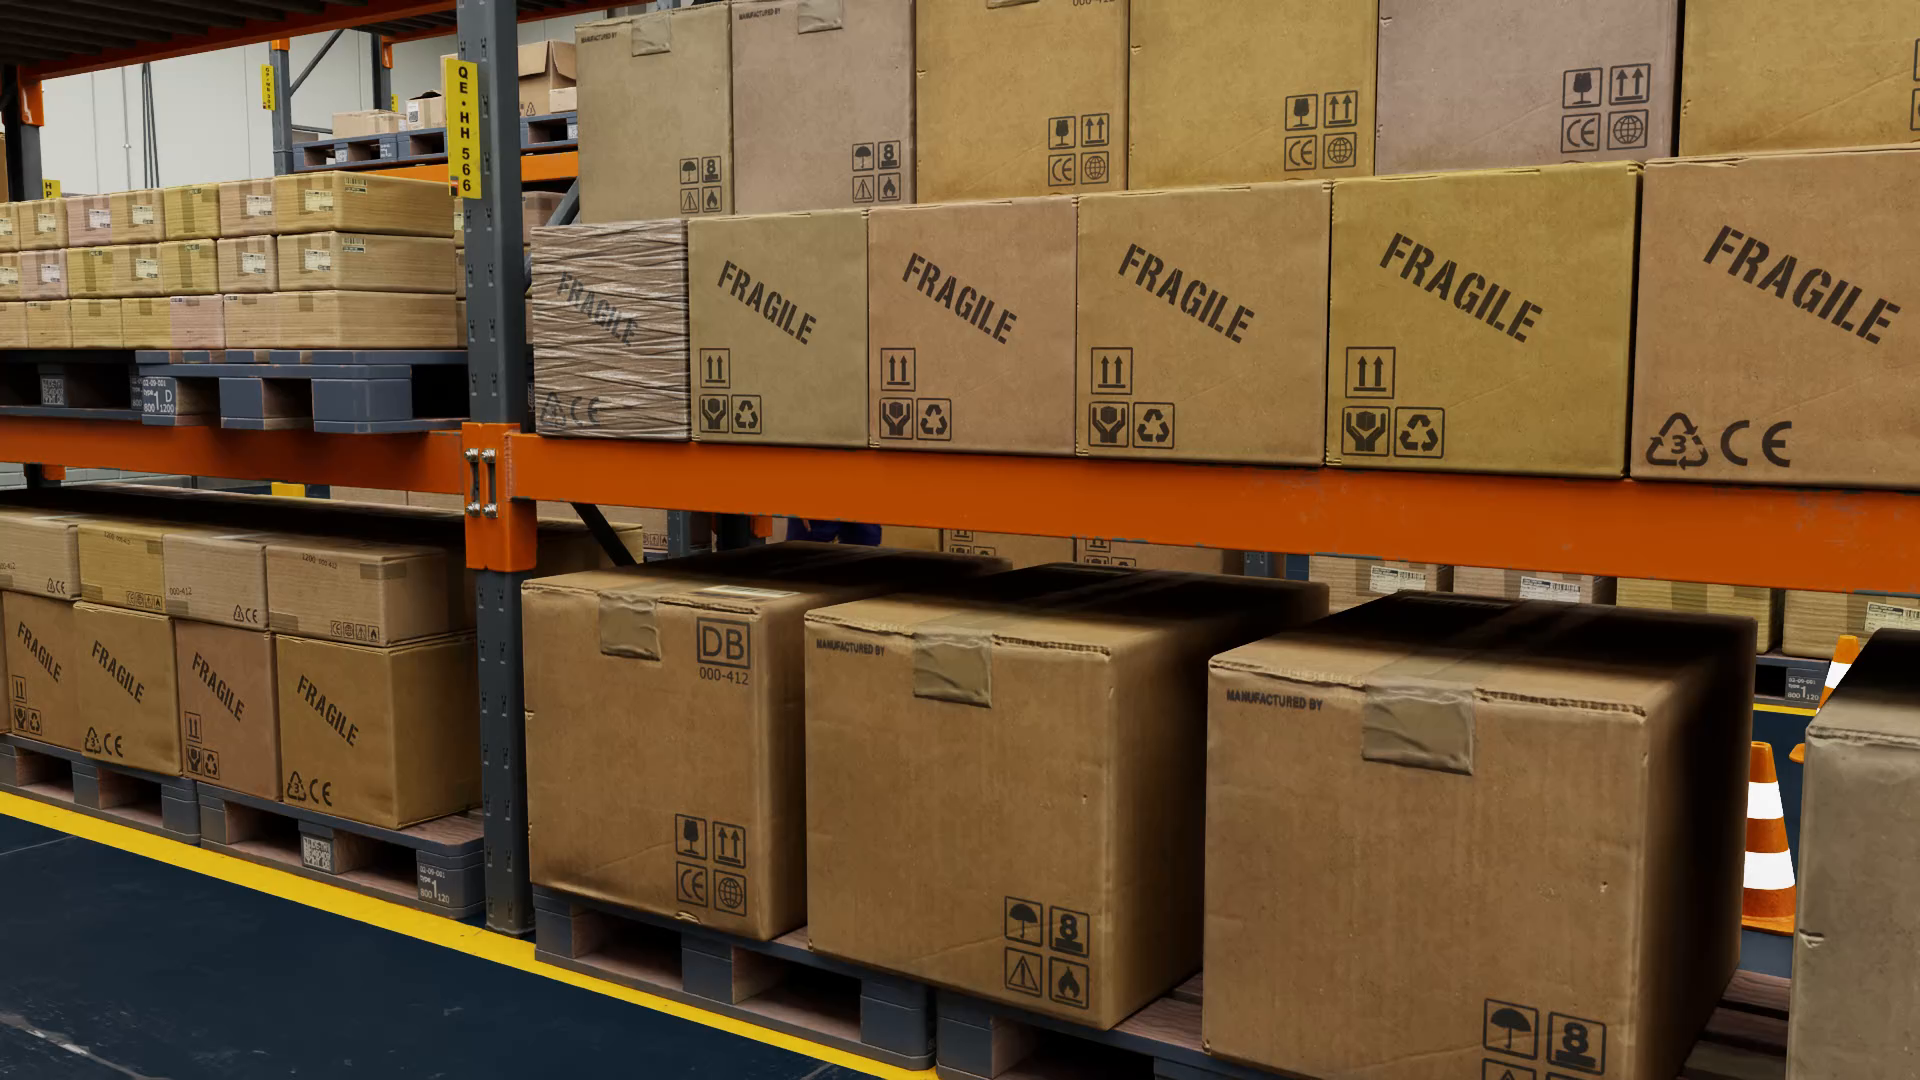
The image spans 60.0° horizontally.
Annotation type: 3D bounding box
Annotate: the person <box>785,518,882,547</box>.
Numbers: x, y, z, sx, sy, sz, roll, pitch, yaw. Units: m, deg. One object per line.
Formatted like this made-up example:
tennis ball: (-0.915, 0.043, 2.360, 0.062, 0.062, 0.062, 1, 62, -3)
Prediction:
person: (-0.621, -0.207, 7.801, 0.746, 1.626, 0.513, 6, 8, 41)
